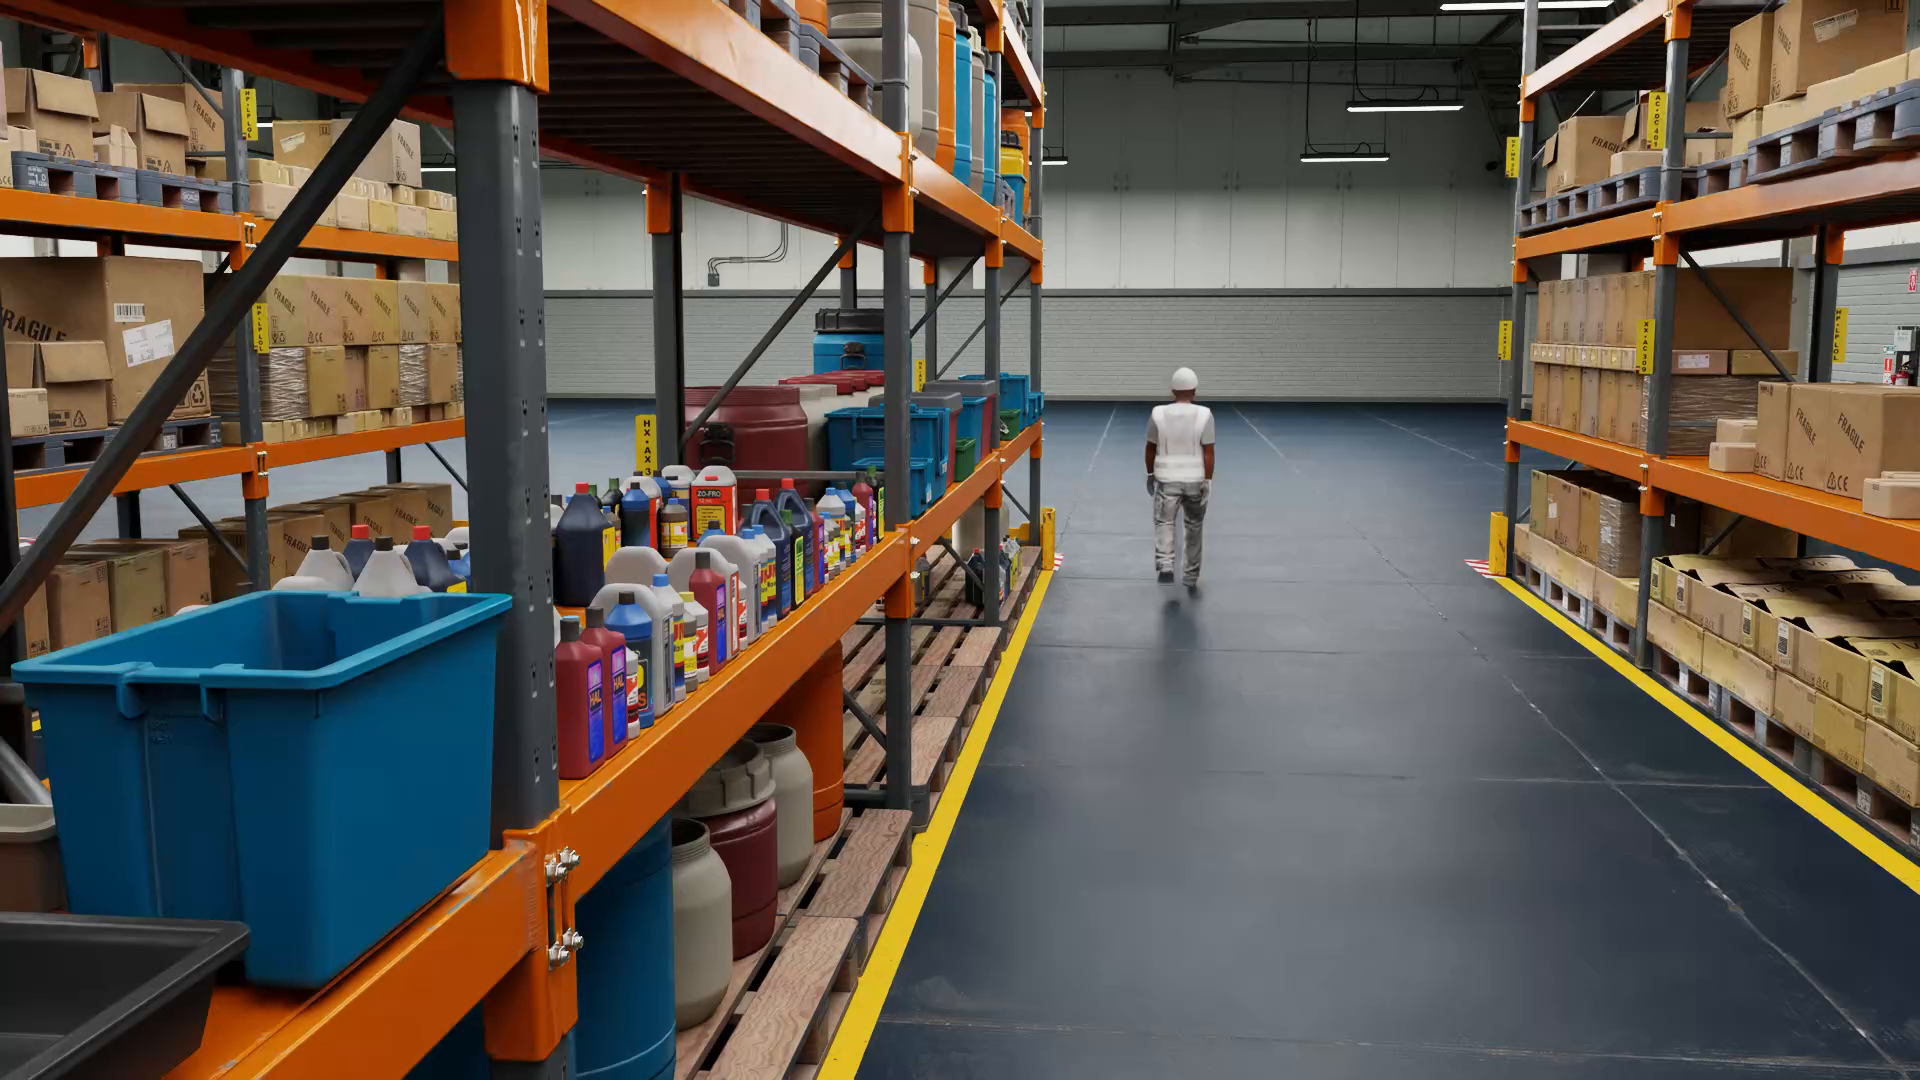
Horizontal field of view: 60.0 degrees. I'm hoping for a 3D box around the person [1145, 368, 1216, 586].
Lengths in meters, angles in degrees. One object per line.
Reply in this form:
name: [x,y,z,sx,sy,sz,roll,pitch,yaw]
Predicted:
person: [1.734,-0.477,13.128,0.548,1.758,0.946,1,7,8]
